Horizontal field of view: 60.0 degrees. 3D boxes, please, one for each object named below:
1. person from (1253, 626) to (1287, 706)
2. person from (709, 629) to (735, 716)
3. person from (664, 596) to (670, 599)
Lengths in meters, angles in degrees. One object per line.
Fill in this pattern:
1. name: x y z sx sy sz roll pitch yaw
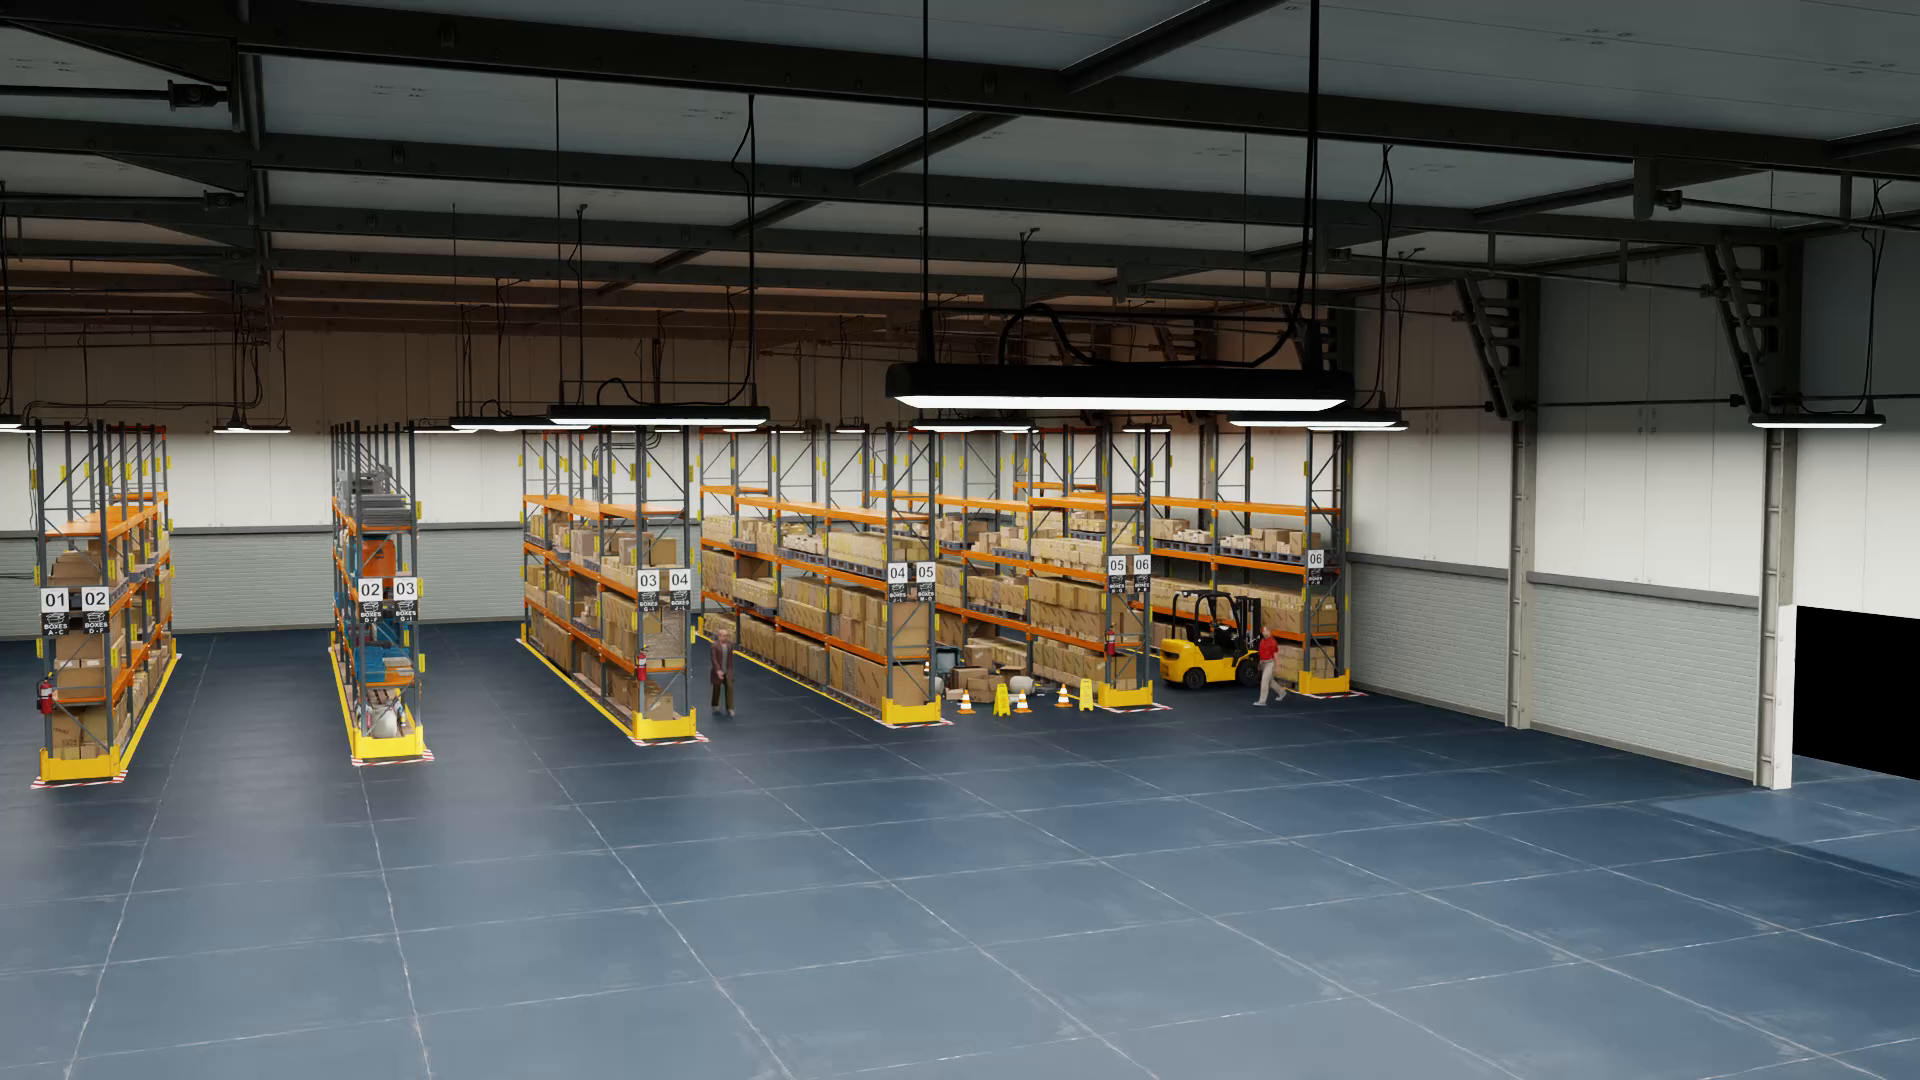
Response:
1. person: 6.604 2.659 35.369 0.986 1.683 0.577 -2 4 -28
2. person: -4.874 2.706 34.237 0.562 1.730 1.037 -2 4 -31
3. person: -8.562 1.871 48.478 0.424 1.615 1.071 0 4 7
